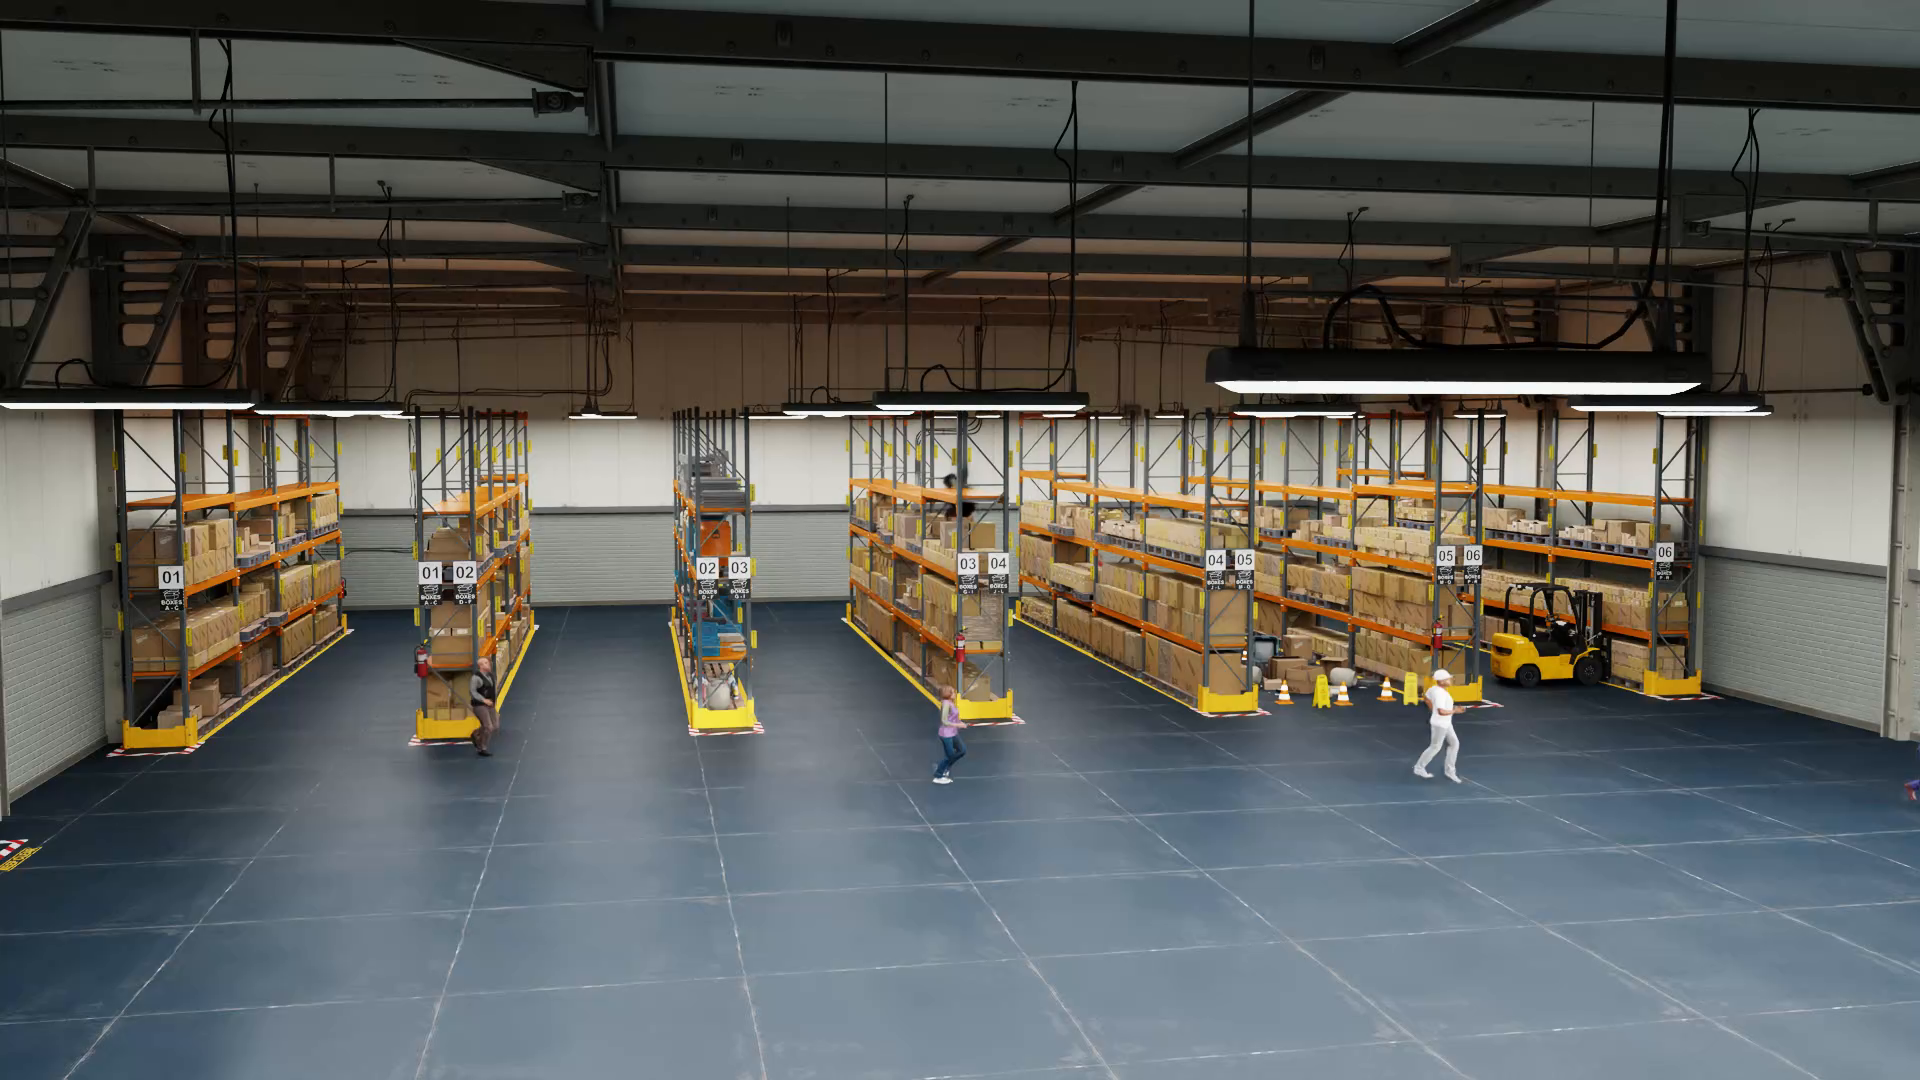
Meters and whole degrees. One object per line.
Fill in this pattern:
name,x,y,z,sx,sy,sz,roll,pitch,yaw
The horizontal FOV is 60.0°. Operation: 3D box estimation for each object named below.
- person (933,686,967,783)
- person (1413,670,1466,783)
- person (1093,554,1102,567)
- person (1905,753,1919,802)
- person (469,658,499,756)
person,-0.138,3.071,26.193,0.571,1.549,0.508,1,4,13
person,7.614,2.969,26.384,0.787,1.831,0.676,2,4,21
person,4.152,1.287,50.500,0.824,1.763,0.631,0,4,-6
person,14.399,3.176,24.682,0.603,1.622,0.603,3,5,33
person,-8.199,2.856,28.589,0.607,1.682,0.695,1,4,16
